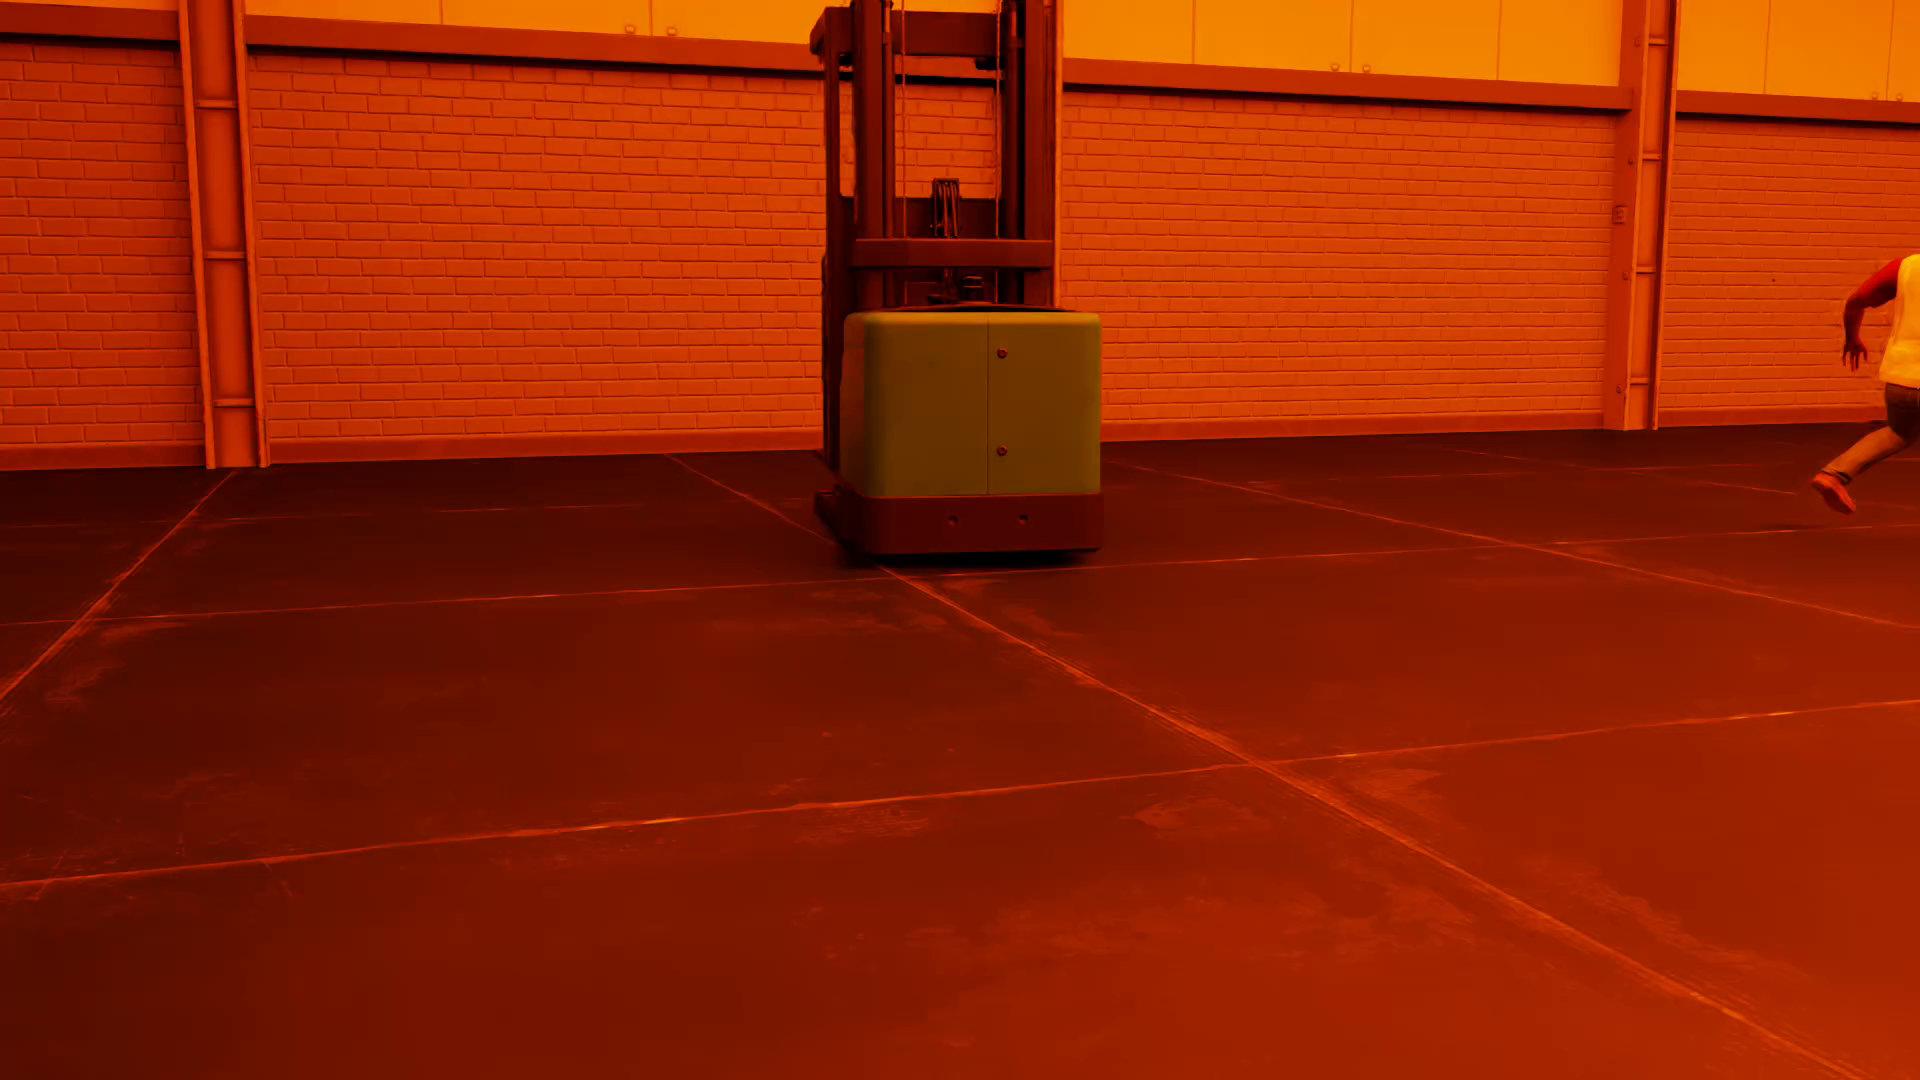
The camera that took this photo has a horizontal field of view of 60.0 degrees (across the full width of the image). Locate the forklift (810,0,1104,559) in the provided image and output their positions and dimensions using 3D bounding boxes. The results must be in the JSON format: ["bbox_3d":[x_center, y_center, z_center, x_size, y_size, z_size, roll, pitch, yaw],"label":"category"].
[{"bbox_3d":[-0.154,-1.531,8.307,1.130,2.935,3.031,-1,8,-10],"label":"forklift"}]

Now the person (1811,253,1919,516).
[{"bbox_3d":[4.697,-0.783,7.871,0.512,1.639,1.193,-3,8,-24],"label":"person"}]
